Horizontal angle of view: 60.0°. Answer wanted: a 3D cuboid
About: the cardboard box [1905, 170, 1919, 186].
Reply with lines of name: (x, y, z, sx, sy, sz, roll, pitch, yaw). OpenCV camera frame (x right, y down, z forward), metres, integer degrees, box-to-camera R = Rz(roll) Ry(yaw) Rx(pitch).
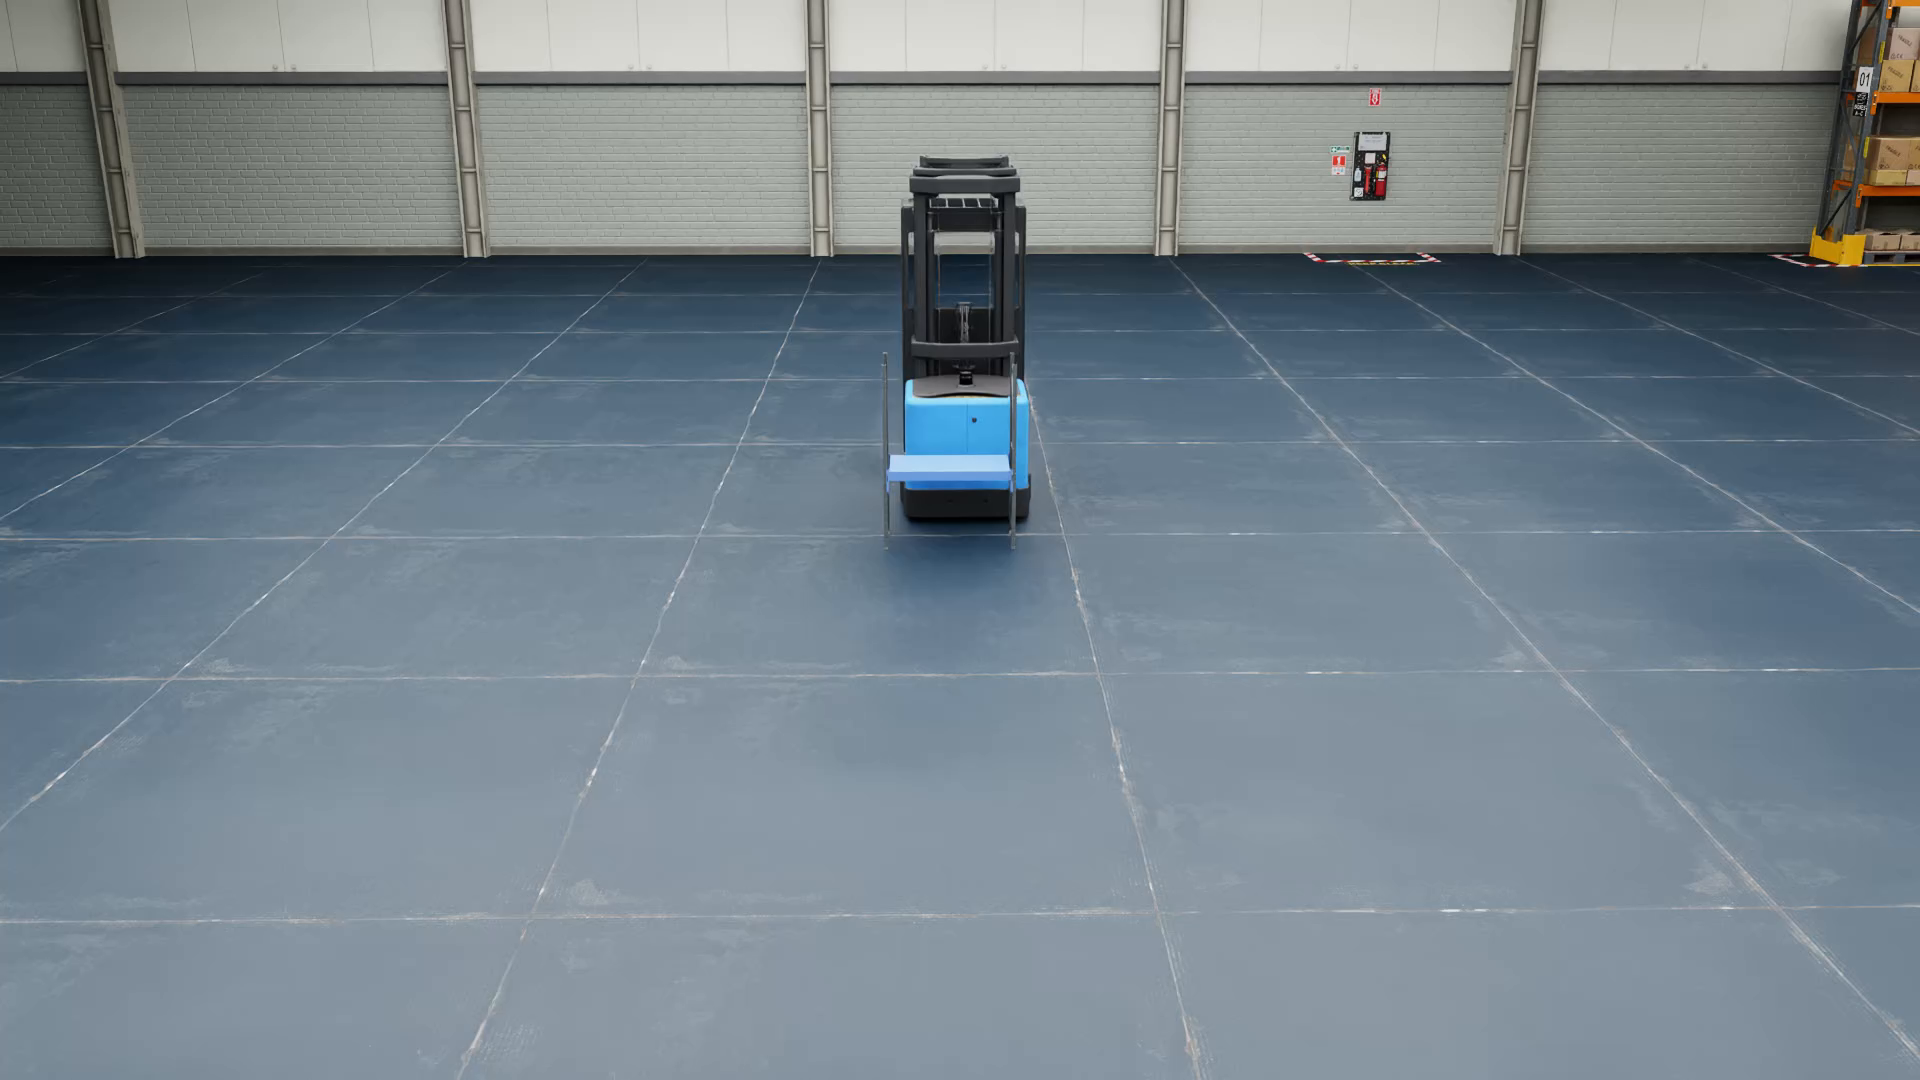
cardboard box: (15.923, -6.071, 27.776, 0.500, 0.250, 0.500, -1, 18, -3)

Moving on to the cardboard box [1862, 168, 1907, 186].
cardboard box: (15.404, -6.064, 27.755, 0.500, 0.250, 0.500, -1, 18, -2)

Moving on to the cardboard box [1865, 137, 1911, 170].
cardboard box: (15.393, -6.427, 27.656, 0.500, 0.500, 0.500, 0, 18, -1)

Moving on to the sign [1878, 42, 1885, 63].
sign: (14.920, -7.900, 26.921, 0.005, 0.325, 0.100, 0, 18, -1)

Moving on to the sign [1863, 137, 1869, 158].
sign: (14.920, -6.467, 27.381, 0.005, 0.325, 0.100, 0, 18, -1)

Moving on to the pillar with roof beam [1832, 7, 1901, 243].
pillar with roof beam: (15.665, -8.030, 23.849, 0.400, 9.000, 9.100, 0, 18, -1)

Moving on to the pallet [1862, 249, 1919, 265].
pallet: (15.800, -4.887, 28.435, 1.213, 0.211, 1.003, 0, 18, -1)

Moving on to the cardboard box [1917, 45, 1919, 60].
cardboard box: (15.803, -8.097, 27.134, 0.500, 0.500, 0.500, 0, 18, -1)

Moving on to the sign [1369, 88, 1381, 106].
sign: (7.117, -7.594, 28.513, 0.199, 0.298, 0.001, 0, 18, -1)

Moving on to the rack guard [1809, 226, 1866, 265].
rack guard: (14.987, -5.031, 28.413, 0.348, 0.500, 1.175, 0, 18, -1)

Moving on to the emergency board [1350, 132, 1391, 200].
emergency board: (7.127, -6.459, 28.773, 0.643, 1.169, 0.194, 0, 18, -1)

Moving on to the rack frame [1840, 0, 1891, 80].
rack frame: (14.911, -9.078, 27.113, 0.127, 3.000, 1.000, 0, 18, -1)

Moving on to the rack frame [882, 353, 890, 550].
rack frame: (-0.594, -0.711, 13.310, 0.032, 1.500, 0.500, 0, 18, -1)

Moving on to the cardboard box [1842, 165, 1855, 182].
cardboard box: (15.376, -6.221, 28.241, 0.500, 0.250, 0.500, 0, 18, 0)

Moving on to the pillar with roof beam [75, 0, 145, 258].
pillar with roof beam: (-14.331, -7.886, 23.398, 0.400, 9.000, 9.100, 0, 18, -1)

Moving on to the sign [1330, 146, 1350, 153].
sign: (6.577, -6.755, 28.768, 0.331, 0.109, 0.001, 0, 18, -1)

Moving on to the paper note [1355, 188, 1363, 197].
paper note: (6.949, -6.060, 28.970, 0.142, 0.148, 0.016, 0, 18, -1)

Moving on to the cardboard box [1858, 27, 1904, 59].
cardboard box: (15.338, -8.264, 27.656, 0.500, 0.500, 0.500, 1, 18, 2)

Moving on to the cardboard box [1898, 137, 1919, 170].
cardboard box: (15.888, -6.426, 27.654, 0.500, 0.500, 0.500, 0, 18, -1)

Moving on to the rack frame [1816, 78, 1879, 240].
rack frame: (14.911, -6.221, 28.030, 0.127, 3.000, 1.000, 0, 18, -1)

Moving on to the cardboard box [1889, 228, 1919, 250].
cardboard box: (16.174, -5.129, 28.306, 0.500, 0.311, 0.500, 1, 18, 4)

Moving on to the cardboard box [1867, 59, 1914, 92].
cardboard box: (15.249, -7.632, 27.320, 0.500, 0.500, 0.500, 0, 18, 1)

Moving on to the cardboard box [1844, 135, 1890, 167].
cardboard box: (15.379, -6.583, 28.144, 0.500, 0.500, 0.500, 0, 18, -1)

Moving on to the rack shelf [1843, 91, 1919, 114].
rack shelf: (16.911, -7.316, 27.711, 4.000, 0.370, 1.077, 0, 18, -1)

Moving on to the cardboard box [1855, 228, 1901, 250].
cardboard box: (15.604, -5.126, 28.298, 0.500, 0.311, 0.500, -2, 18, -7)

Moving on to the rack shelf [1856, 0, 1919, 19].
rack shelf: (16.911, -8.743, 27.254, 4.000, 0.370, 1.077, 0, 18, -1)

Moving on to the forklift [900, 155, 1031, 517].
forklift: (0.024, -1.980, 14.923, 1.130, 2.935, 3.031, 0, 18, -1)

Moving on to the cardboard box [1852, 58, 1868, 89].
cardboard box: (15.324, -7.786, 27.801, 0.500, 0.500, 0.500, 1, 18, 3)

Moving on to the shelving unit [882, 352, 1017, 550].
shelving unit: (-0.085, -0.714, 13.317, 1.048, 1.500, 0.538, 0, 18, -1)

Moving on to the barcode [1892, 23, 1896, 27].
barcode: (15.613, -8.615, 27.799, 0.075, 0.075, 0.001, 0, 18, -1)

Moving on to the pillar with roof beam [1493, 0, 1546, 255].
pillar with roof beam: (9.666, -8.001, 23.758, 0.400, 9.000, 9.100, 0, 18, -1)

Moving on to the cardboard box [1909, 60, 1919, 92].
cardboard box: (15.787, -7.623, 27.294, 0.500, 0.500, 0.500, 1, 18, 3)

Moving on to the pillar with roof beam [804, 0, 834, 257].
pillar with roof beam: (-2.332, -7.944, 23.578, 0.400, 9.000, 9.100, 0, 18, -1)

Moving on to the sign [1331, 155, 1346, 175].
sign: (6.572, -6.505, 28.857, 0.234, 0.329, 0.001, 0, 18, -1)

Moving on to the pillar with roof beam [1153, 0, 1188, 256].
pillar with roof beam: (3.667, -7.972, 23.668, 0.400, 9.000, 9.100, 0, 18, -1)

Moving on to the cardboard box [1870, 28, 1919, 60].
cardboard box: (15.300, -8.110, 27.175, 0.500, 0.500, 0.500, -2, 18, -5)

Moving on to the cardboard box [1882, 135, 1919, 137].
cardboard box: (15.883, -6.583, 28.143, 0.500, 0.500, 0.500, 0, 18, 0)

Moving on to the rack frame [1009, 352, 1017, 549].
rack frame: (0.423, -0.716, 13.325, 0.032, 1.500, 0.500, 0, 18, -1)

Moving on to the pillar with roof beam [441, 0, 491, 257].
pillar with roof beam: (-8.332, -7.915, 23.488, 0.400, 9.000, 9.100, 0, 18, -1)

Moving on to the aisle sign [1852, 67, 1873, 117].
aisle sign: (14.844, -7.367, 27.346, 0.004, 0.787, 0.394, 0, 18, -1)

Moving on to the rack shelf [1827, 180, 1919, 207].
rack shelf: (16.911, -5.888, 28.170, 4.000, 0.370, 1.077, 0, 18, -1)

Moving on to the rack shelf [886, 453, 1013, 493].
rack shelf: (-0.085, -0.542, 13.372, 1.000, 0.185, 0.538, 0, 18, -1)
